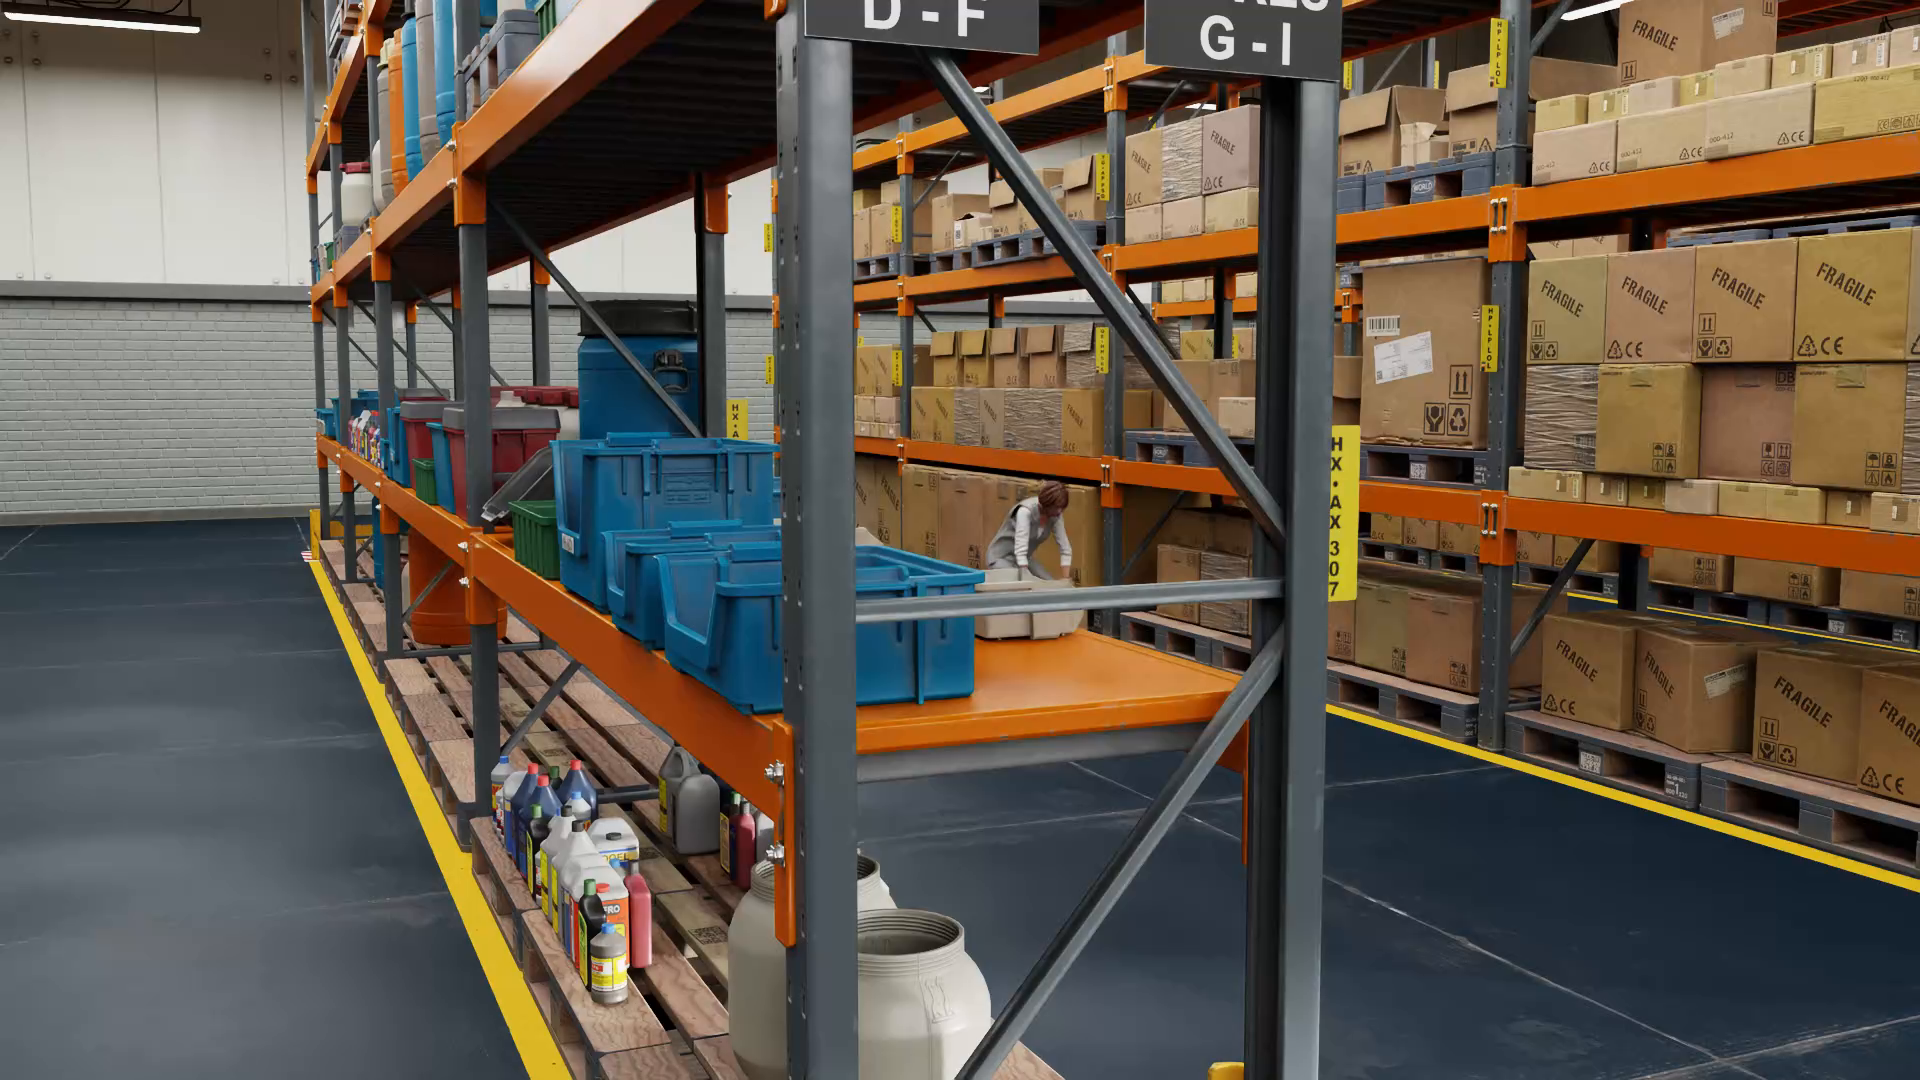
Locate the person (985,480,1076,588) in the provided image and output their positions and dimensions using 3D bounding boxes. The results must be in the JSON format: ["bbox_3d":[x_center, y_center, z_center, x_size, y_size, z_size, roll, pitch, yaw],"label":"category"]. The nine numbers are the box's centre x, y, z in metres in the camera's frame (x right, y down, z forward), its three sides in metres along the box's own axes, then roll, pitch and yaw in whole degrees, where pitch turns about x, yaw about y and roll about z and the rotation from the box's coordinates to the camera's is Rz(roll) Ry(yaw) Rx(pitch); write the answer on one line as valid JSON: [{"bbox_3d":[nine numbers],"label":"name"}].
[{"bbox_3d":[0.483,0.201,11.212,0.462,1.203,0.698,-4,7,-35],"label":"person"}]
